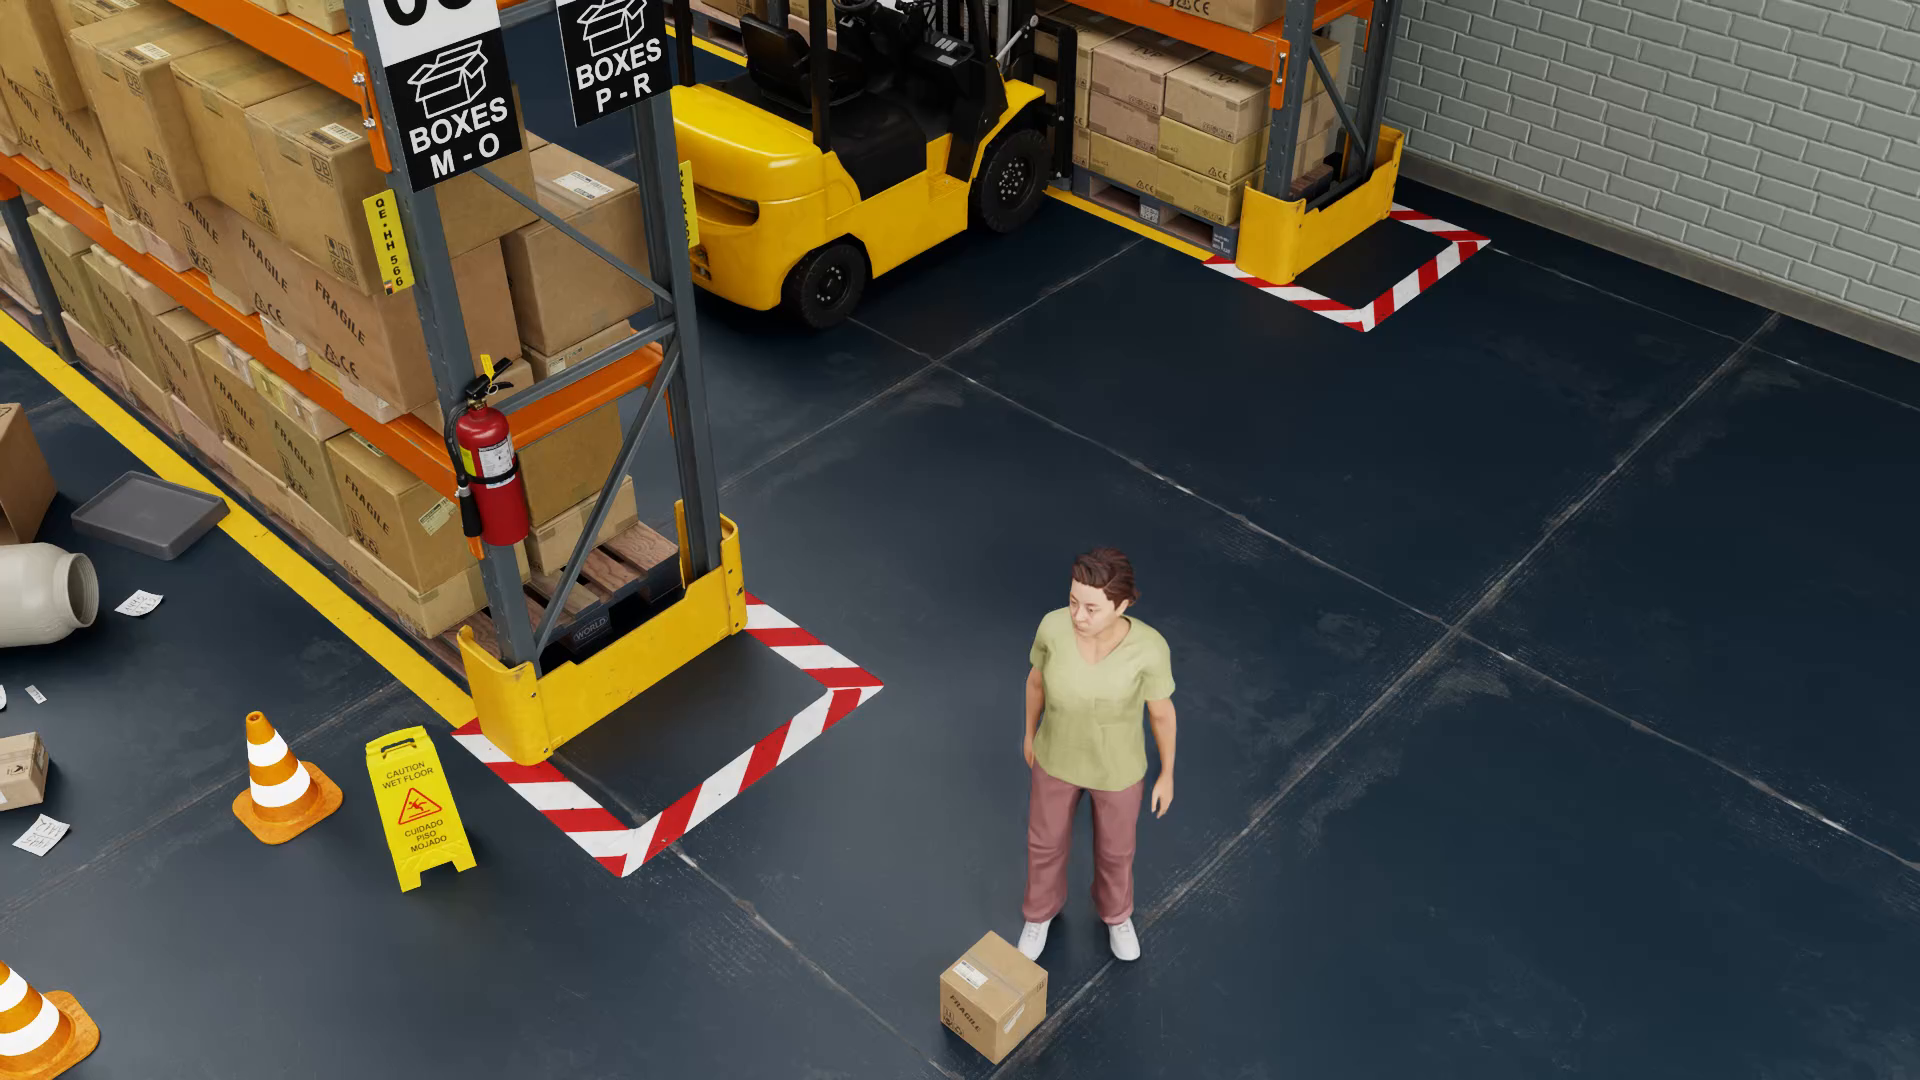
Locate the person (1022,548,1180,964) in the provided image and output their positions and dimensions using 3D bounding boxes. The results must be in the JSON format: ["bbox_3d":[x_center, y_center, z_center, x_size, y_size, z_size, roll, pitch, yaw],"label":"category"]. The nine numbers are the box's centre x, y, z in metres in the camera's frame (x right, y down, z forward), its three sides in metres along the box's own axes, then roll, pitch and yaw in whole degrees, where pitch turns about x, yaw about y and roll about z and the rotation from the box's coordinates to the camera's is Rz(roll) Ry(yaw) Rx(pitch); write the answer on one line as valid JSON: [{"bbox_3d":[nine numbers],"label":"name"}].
[{"bbox_3d":[0.437,0.735,5.275,0.518,1.711,0.388,12,41,15],"label":"person"}]
